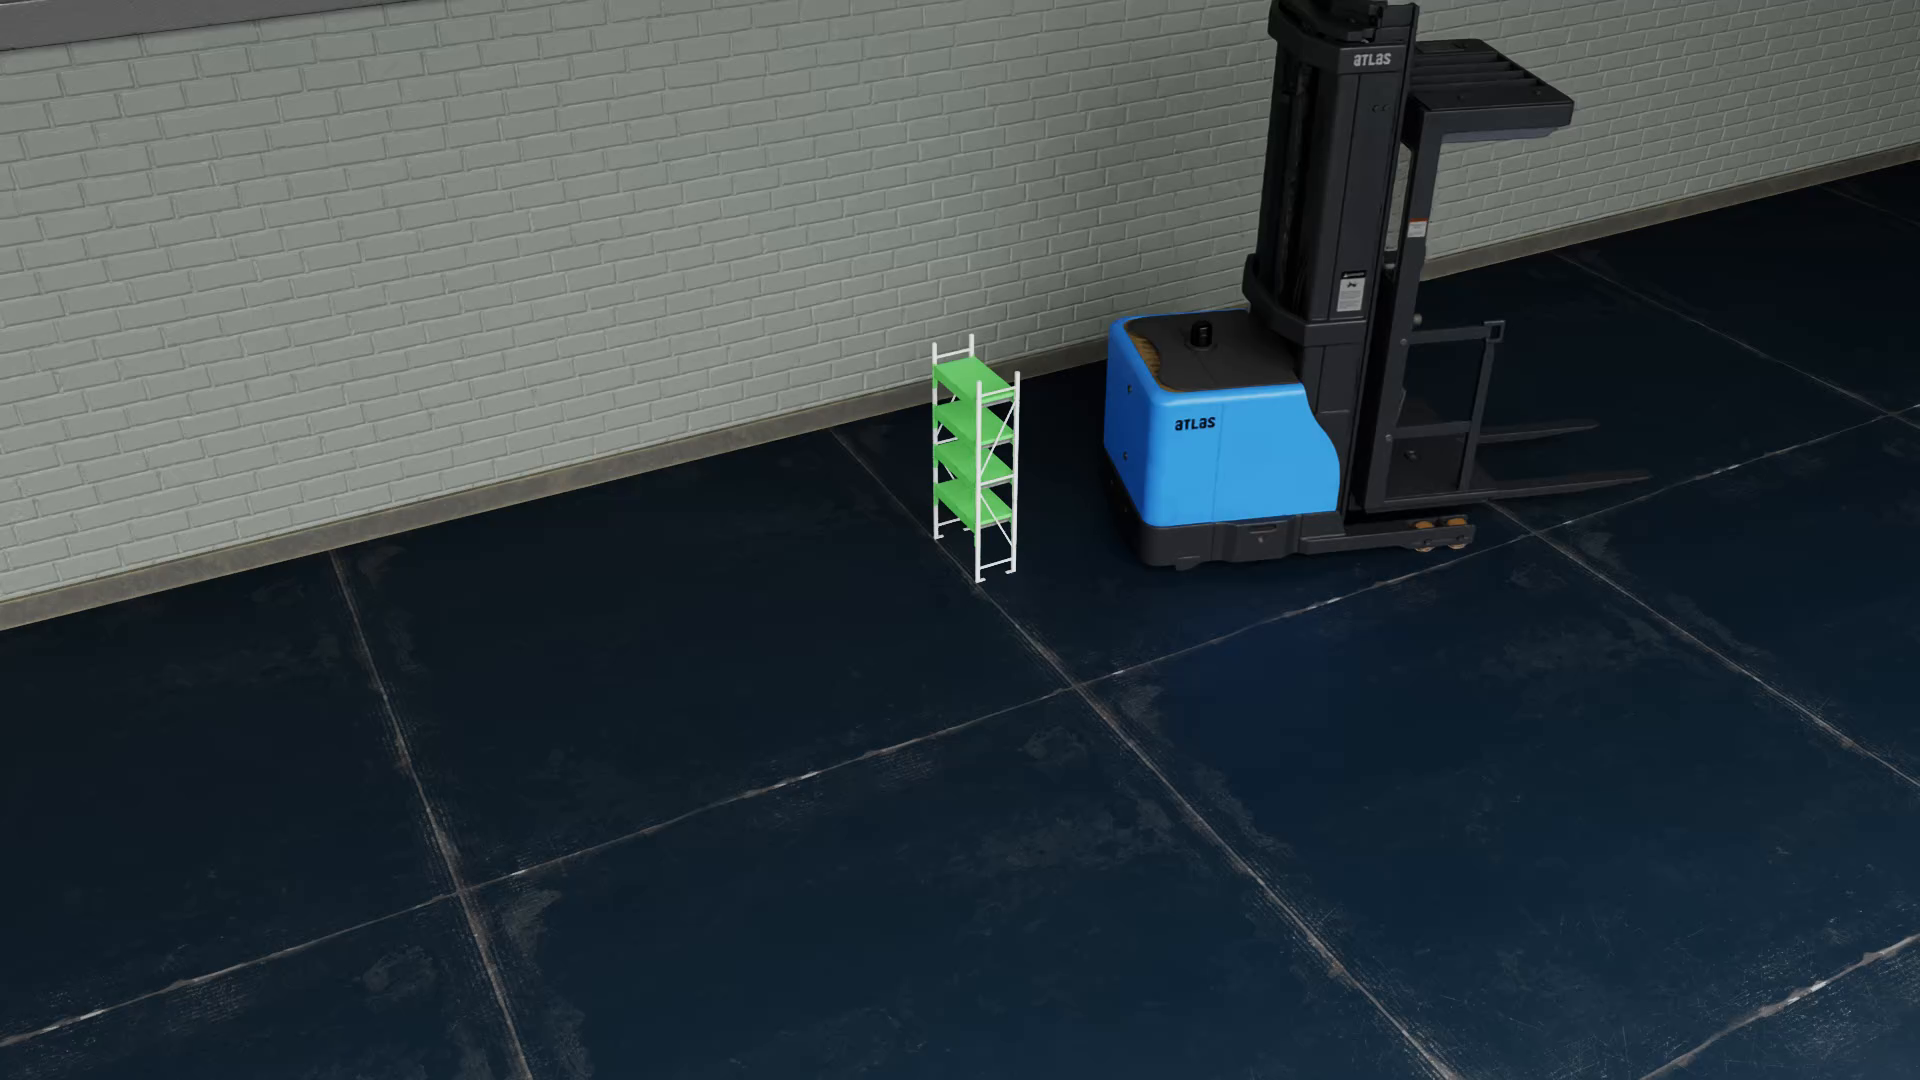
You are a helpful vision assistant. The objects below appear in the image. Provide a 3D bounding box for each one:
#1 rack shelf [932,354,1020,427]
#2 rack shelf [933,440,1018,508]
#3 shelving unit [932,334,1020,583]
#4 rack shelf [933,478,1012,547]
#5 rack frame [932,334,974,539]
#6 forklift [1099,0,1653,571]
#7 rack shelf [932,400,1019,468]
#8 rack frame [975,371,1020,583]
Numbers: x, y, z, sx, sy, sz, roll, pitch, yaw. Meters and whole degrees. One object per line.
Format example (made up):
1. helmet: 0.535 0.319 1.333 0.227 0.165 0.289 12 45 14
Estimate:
1. rack shelf: 0.077 -0.777 8.579 0.258 0.148 0.480 -16 36 -23
2. rack shelf: 0.077 -0.372 8.837 0.258 0.148 0.480 -16 36 -23
3. shelving unit: 0.077 -0.426 8.803 0.258 1.200 0.503 -16 36 -23
4. rack shelf: 0.077 -0.170 8.967 0.258 0.148 0.480 -16 36 -23
5. rack frame: -0.037 -0.543 8.985 0.240 1.200 0.015 -16 36 -23
6. forklift: 2.374 -1.444 8.787 3.031 2.935 1.130 -5 33 -8
7. rack shelf: 0.077 -0.574 8.708 0.258 0.148 0.480 -16 36 -23
8. rack frame: 0.191 -0.310 8.621 0.240 1.200 0.015 -16 36 -23
